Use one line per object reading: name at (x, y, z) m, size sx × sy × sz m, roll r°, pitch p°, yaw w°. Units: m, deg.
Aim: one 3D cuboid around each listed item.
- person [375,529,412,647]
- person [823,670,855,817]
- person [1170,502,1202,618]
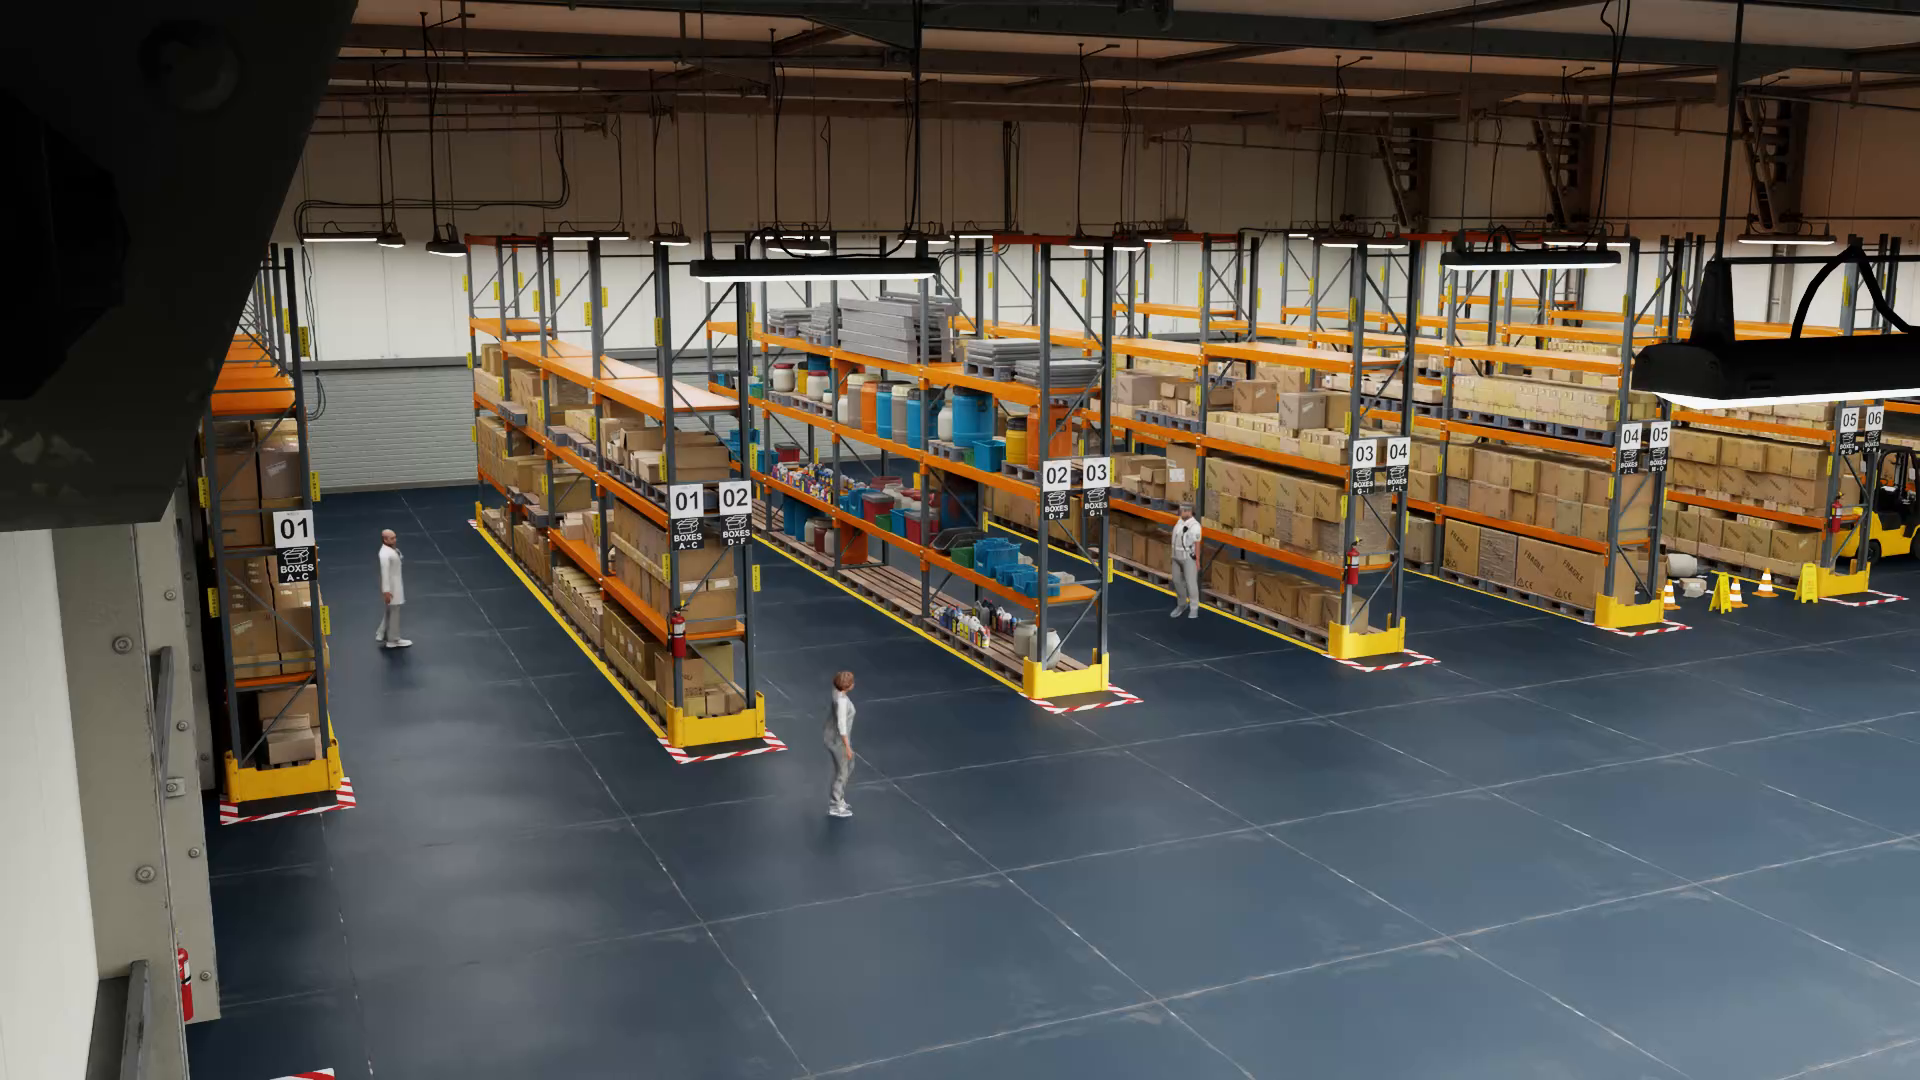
person at (-8.467, 0.713, 24.717) m, size 0.506 × 1.789 × 0.590 m, roll -7°, pitch 13°, yaw -31°
person at (-1.291, 2.185, 17.803) m, size 0.344 × 1.619 × 0.553 m, roll -1°, pitch 11°, yaw -7°
person at (3.460, 0.324, 25.446) m, size 0.429 × 1.844 × 0.615 m, roll -7°, pitch 13°, yaw -32°
